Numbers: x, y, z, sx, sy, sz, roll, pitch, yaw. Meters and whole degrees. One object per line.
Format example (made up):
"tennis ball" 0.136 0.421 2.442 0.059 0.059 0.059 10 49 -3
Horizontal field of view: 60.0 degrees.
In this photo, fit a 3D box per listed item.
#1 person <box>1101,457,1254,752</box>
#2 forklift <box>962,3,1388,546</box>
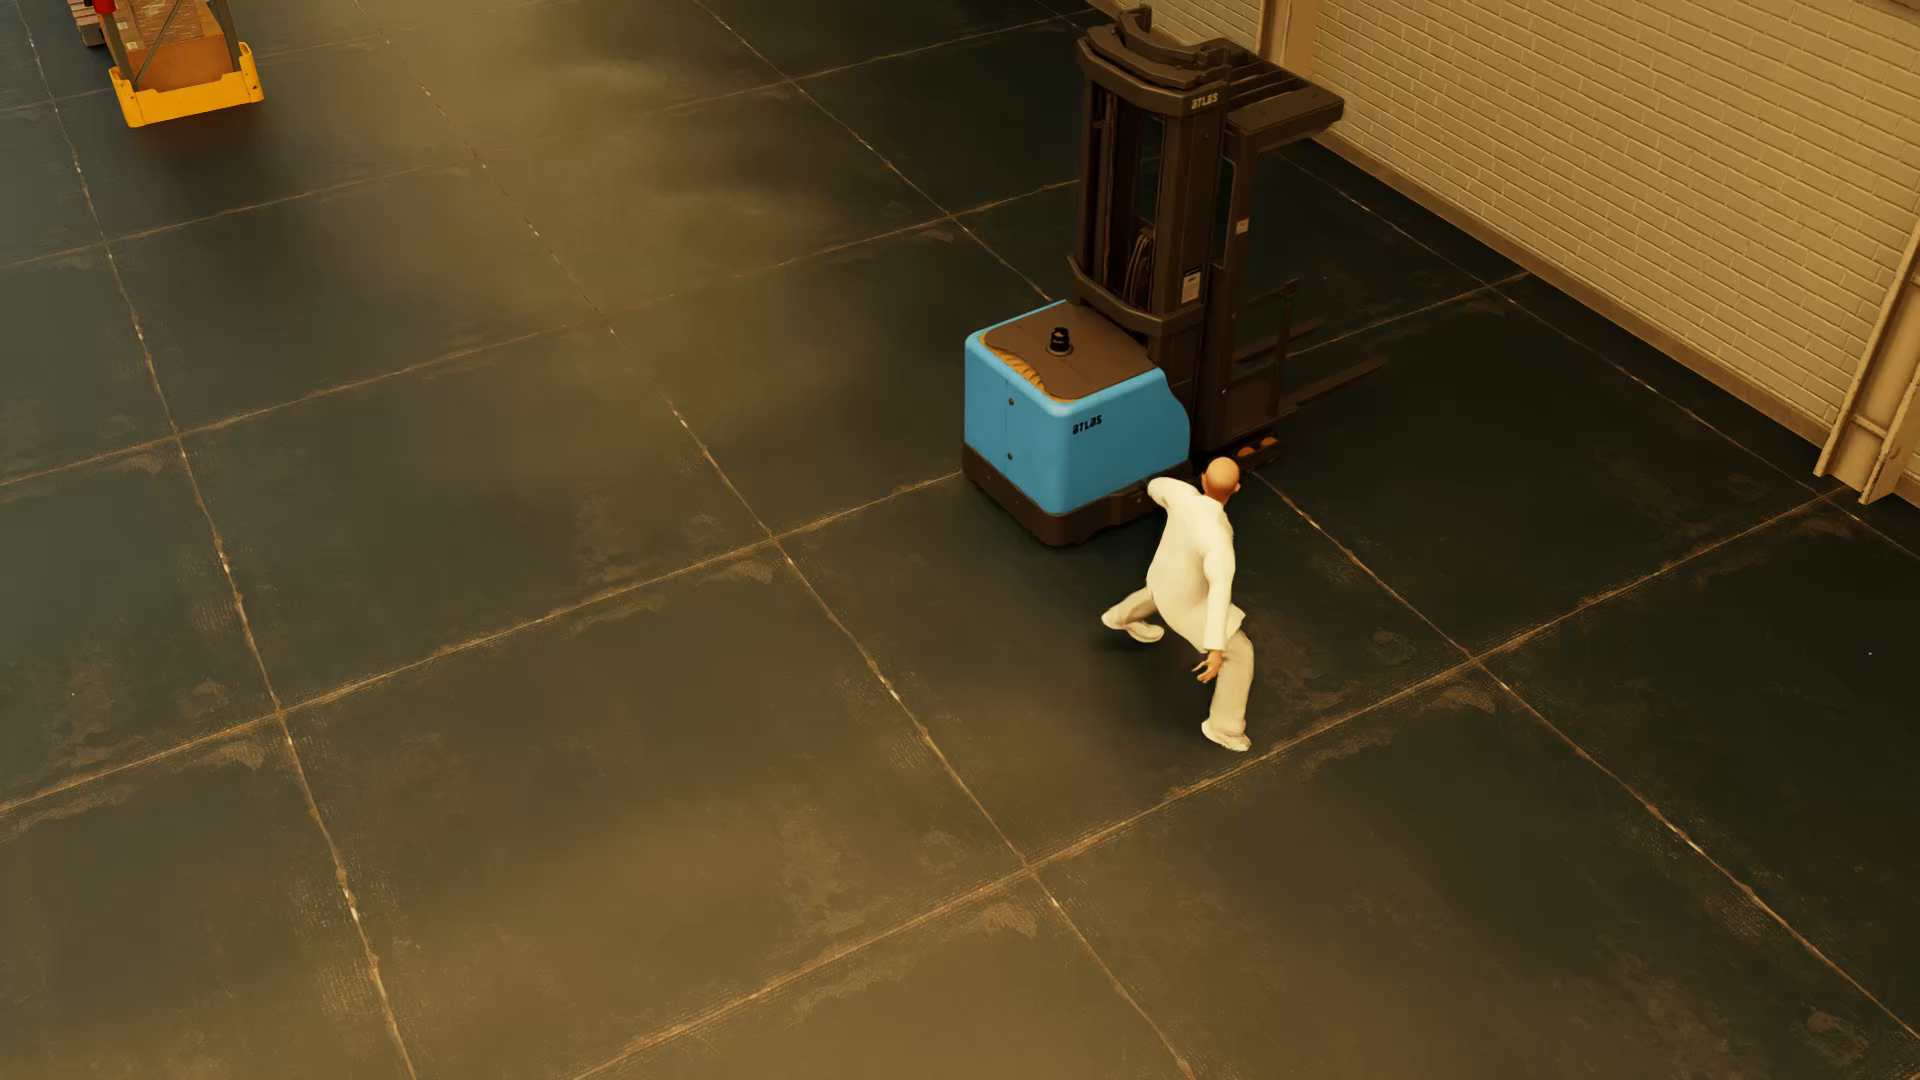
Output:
"person" 1.236 0.311 8.766 0.591 1.702 1.218 -9 41 -11
"forklift" 1.520 -1.826 10.238 3.031 2.935 1.130 -23 45 -26
